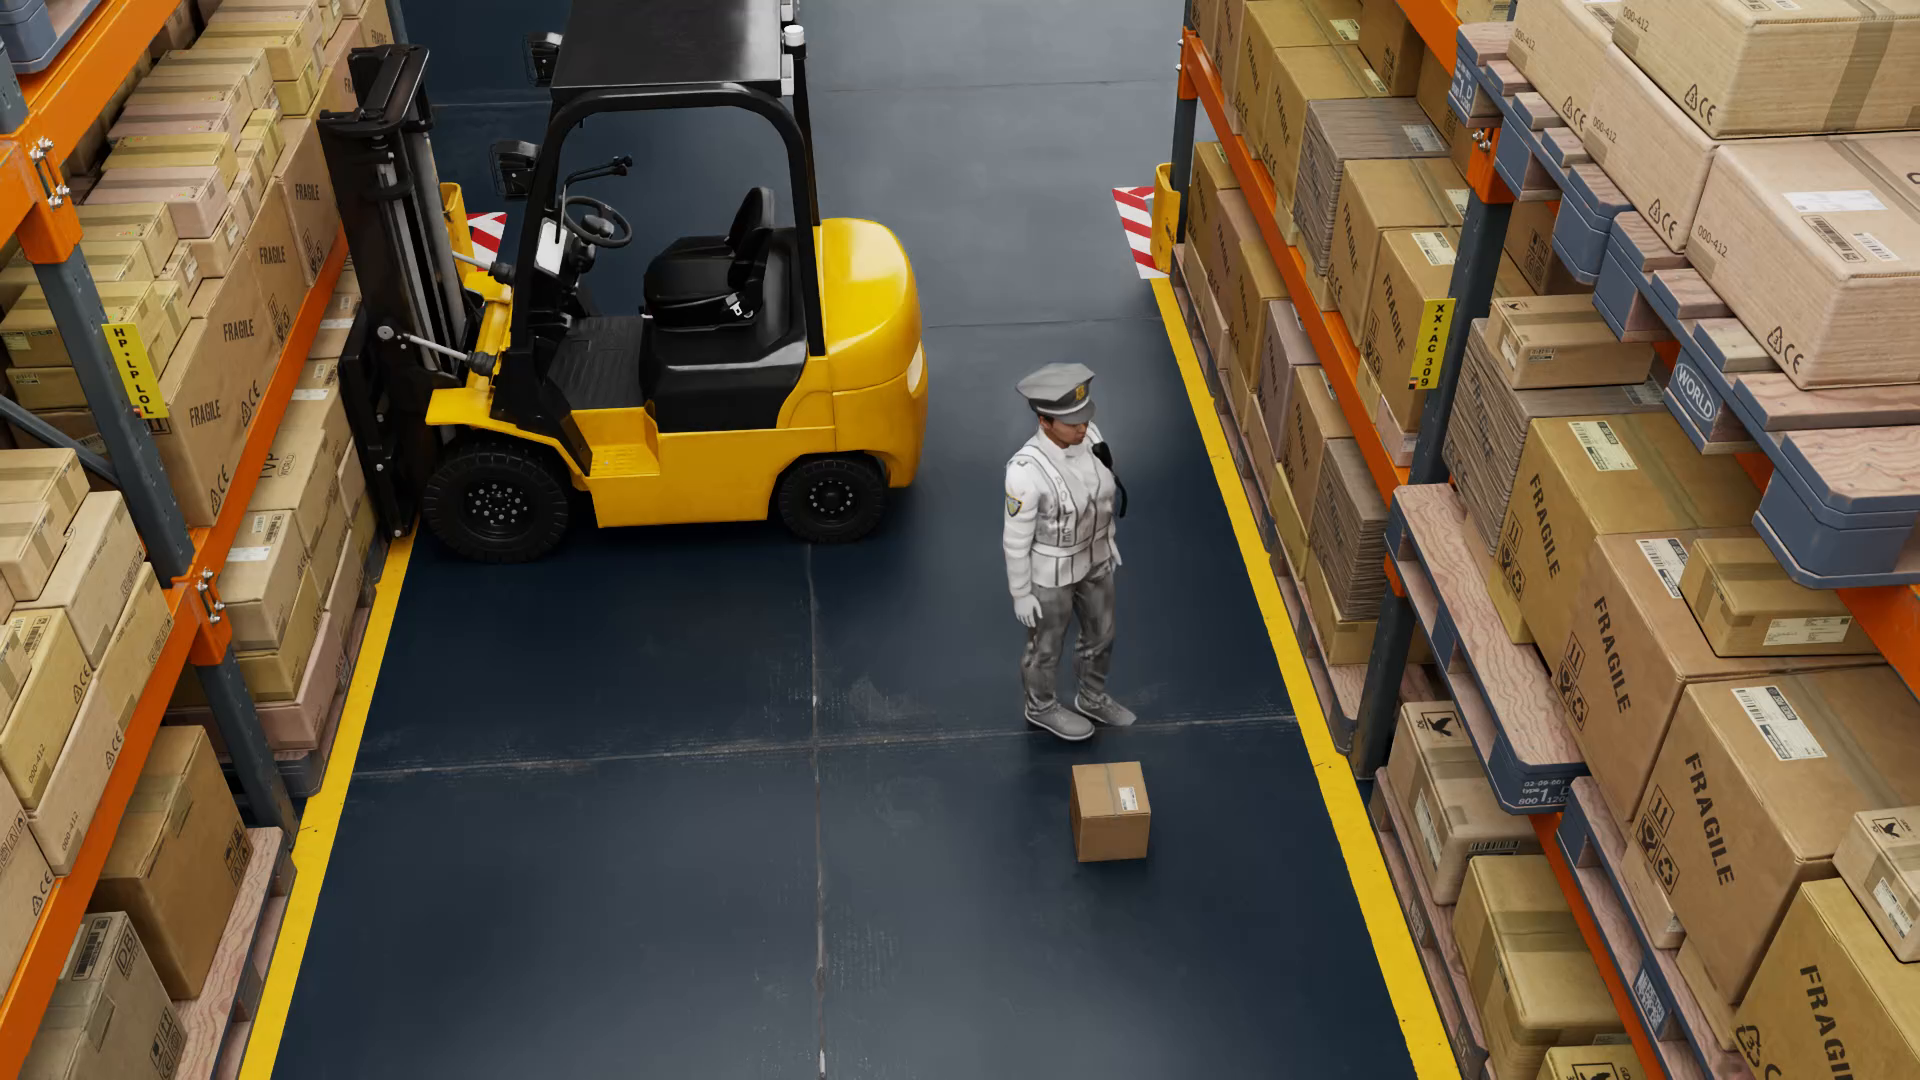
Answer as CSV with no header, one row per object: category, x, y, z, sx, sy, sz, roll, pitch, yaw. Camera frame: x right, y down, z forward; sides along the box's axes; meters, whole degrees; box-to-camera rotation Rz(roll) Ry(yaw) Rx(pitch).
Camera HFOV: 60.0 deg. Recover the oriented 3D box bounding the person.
person,0.410,0.118,6.031,0.402,1.737,0.539,30,48,31
